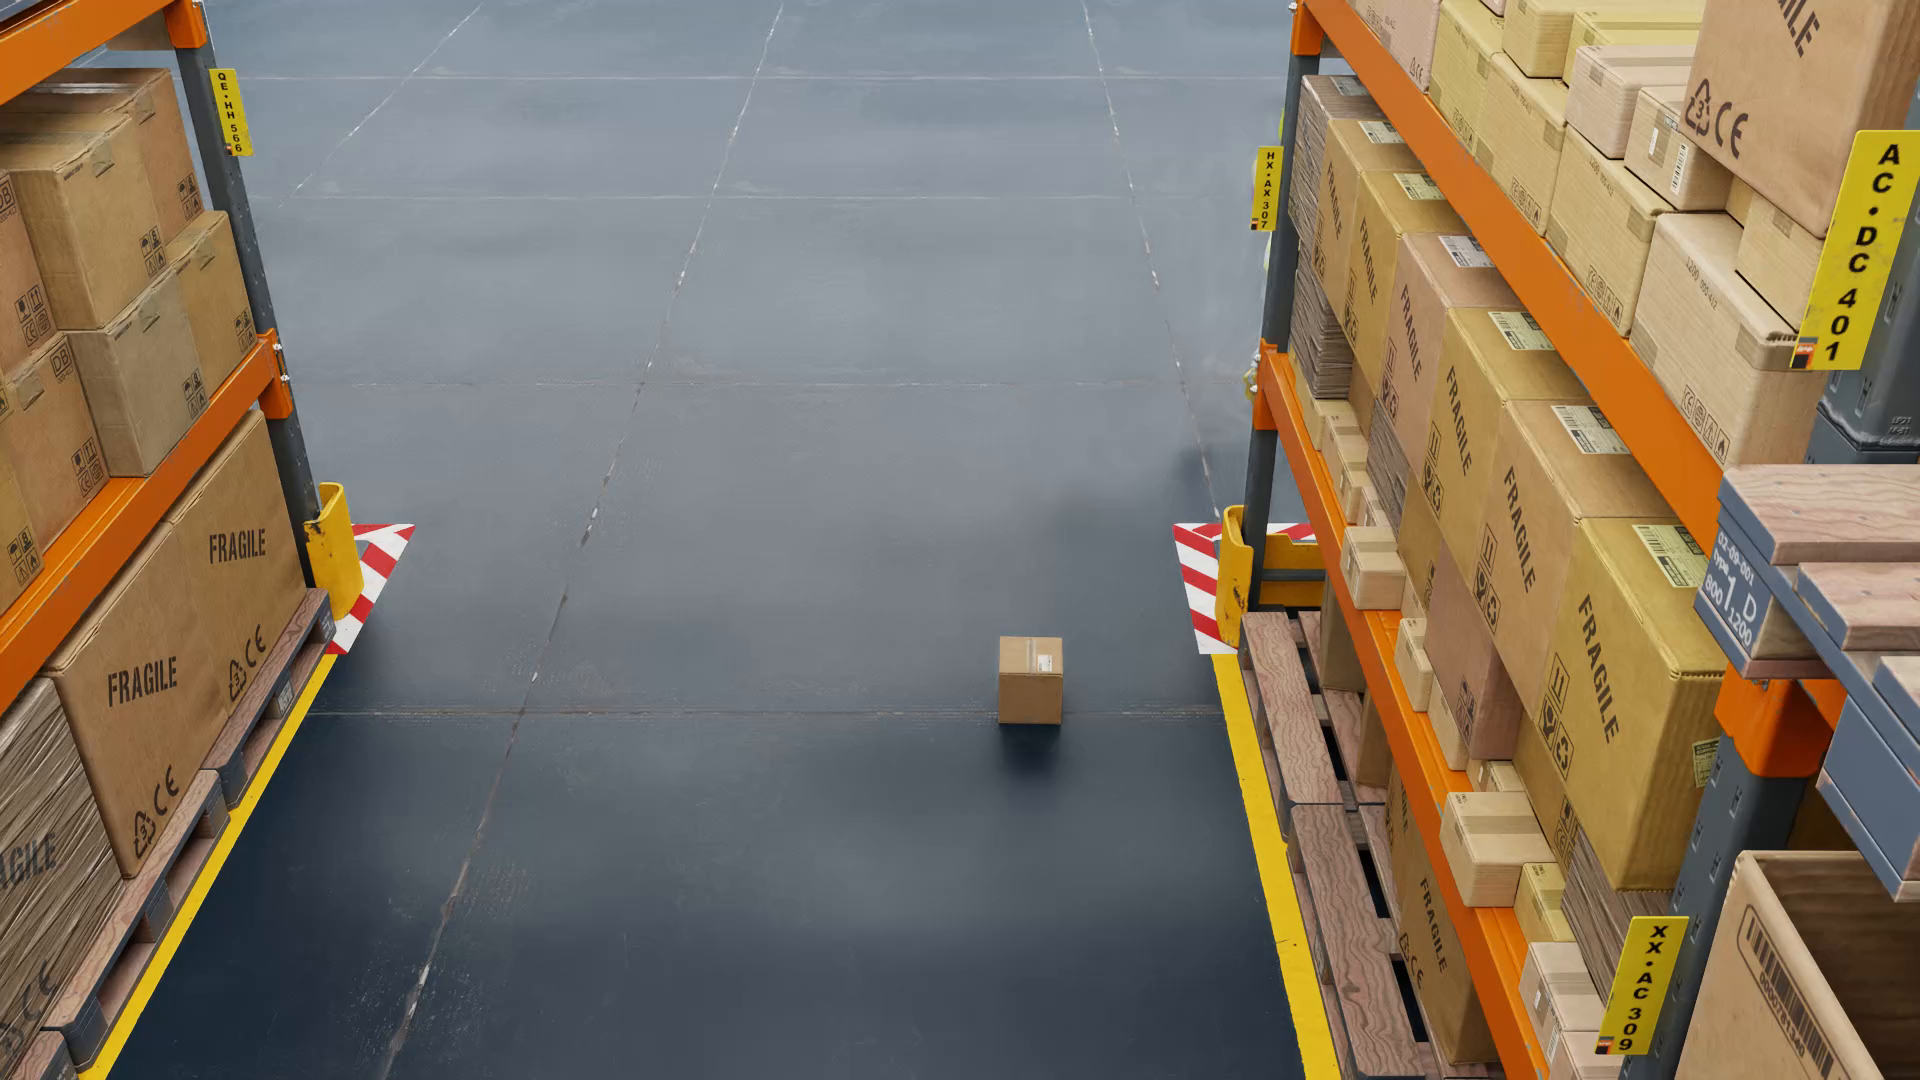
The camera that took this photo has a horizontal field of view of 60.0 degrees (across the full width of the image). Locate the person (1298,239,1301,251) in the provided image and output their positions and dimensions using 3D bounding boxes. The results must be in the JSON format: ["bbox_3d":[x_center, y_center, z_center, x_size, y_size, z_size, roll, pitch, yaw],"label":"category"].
[{"bbox_3d":[2.015,-1.451,8.465,0.463,1.793,0.607,-20,37,-30],"label":"person"}]
